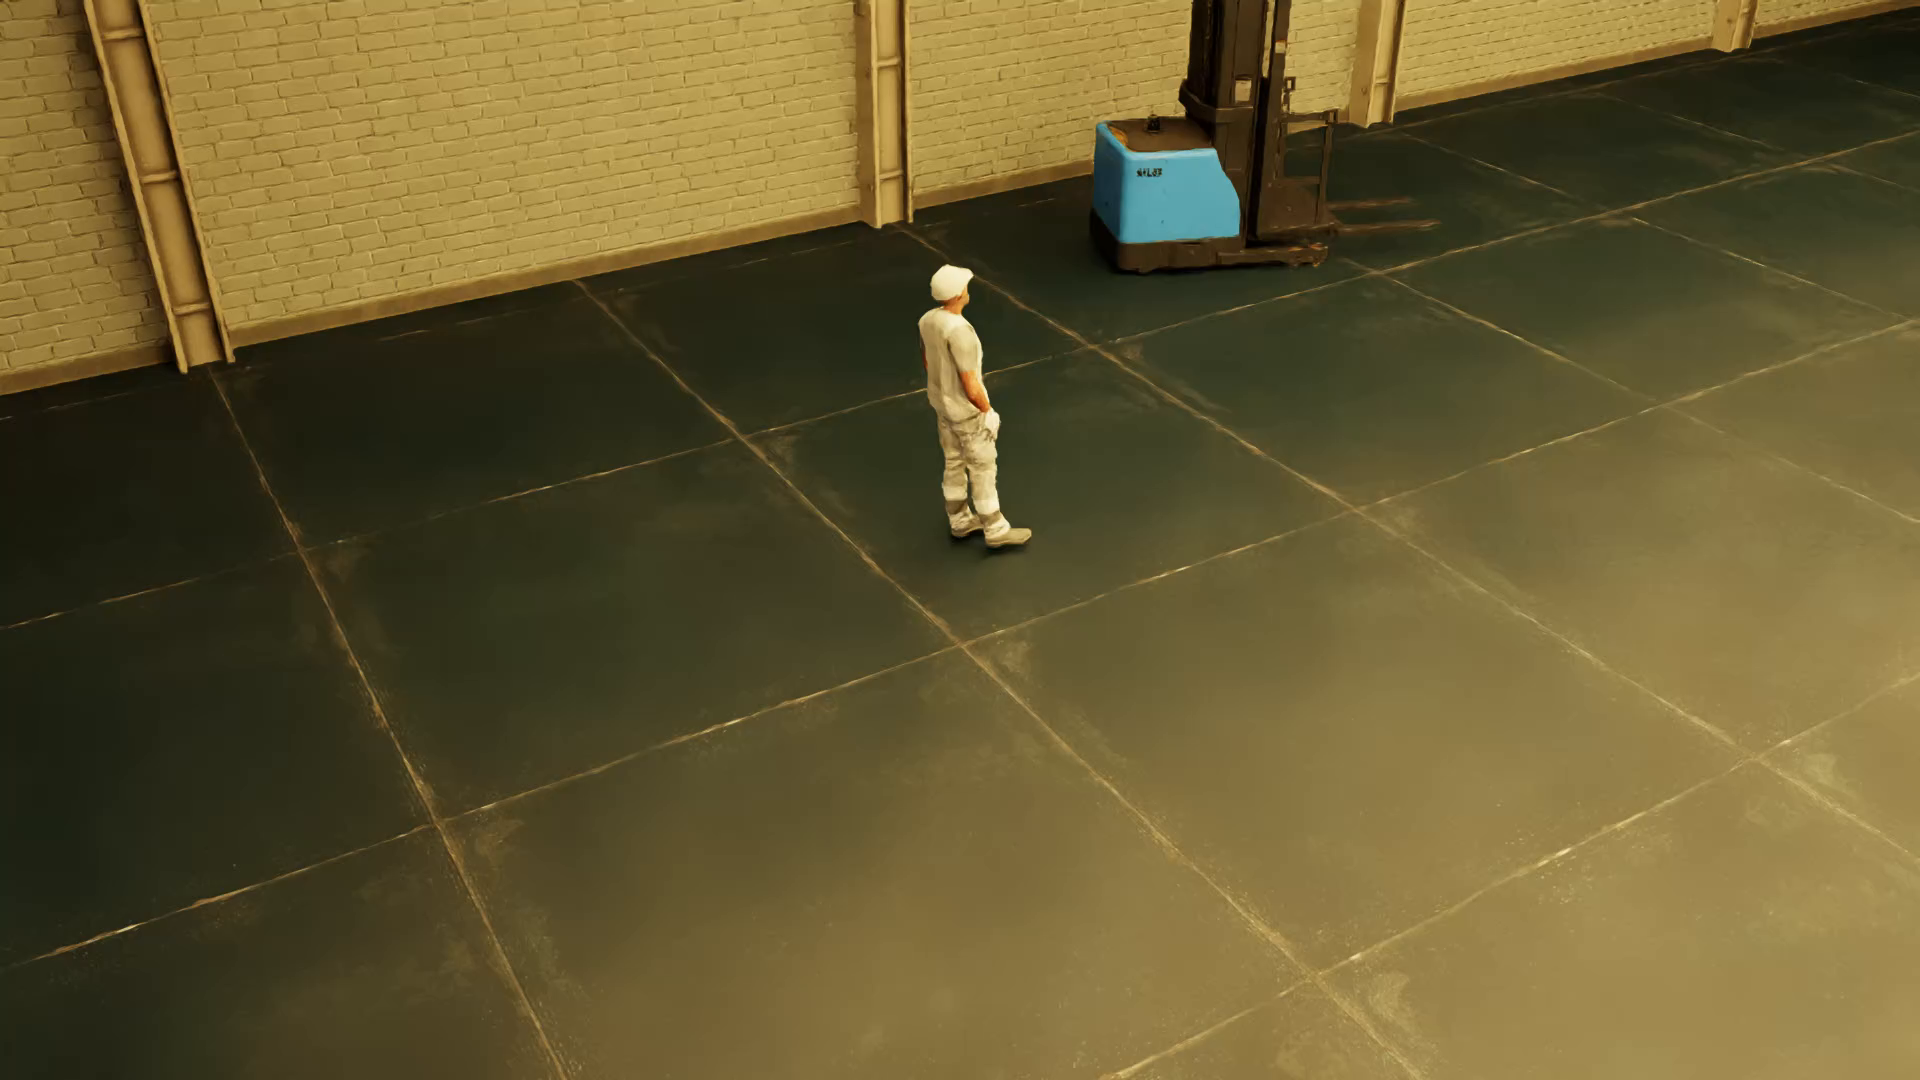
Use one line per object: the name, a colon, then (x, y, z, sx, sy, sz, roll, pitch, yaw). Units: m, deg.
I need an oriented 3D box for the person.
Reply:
person: (0.075, -0.824, 10.044, 0.563, 1.787, 0.637, -17, 35, -26)

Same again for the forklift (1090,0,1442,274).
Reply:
forklift: (2.740, -3.908, 14.174, 3.031, 2.935, 1.130, -6, 31, -9)
